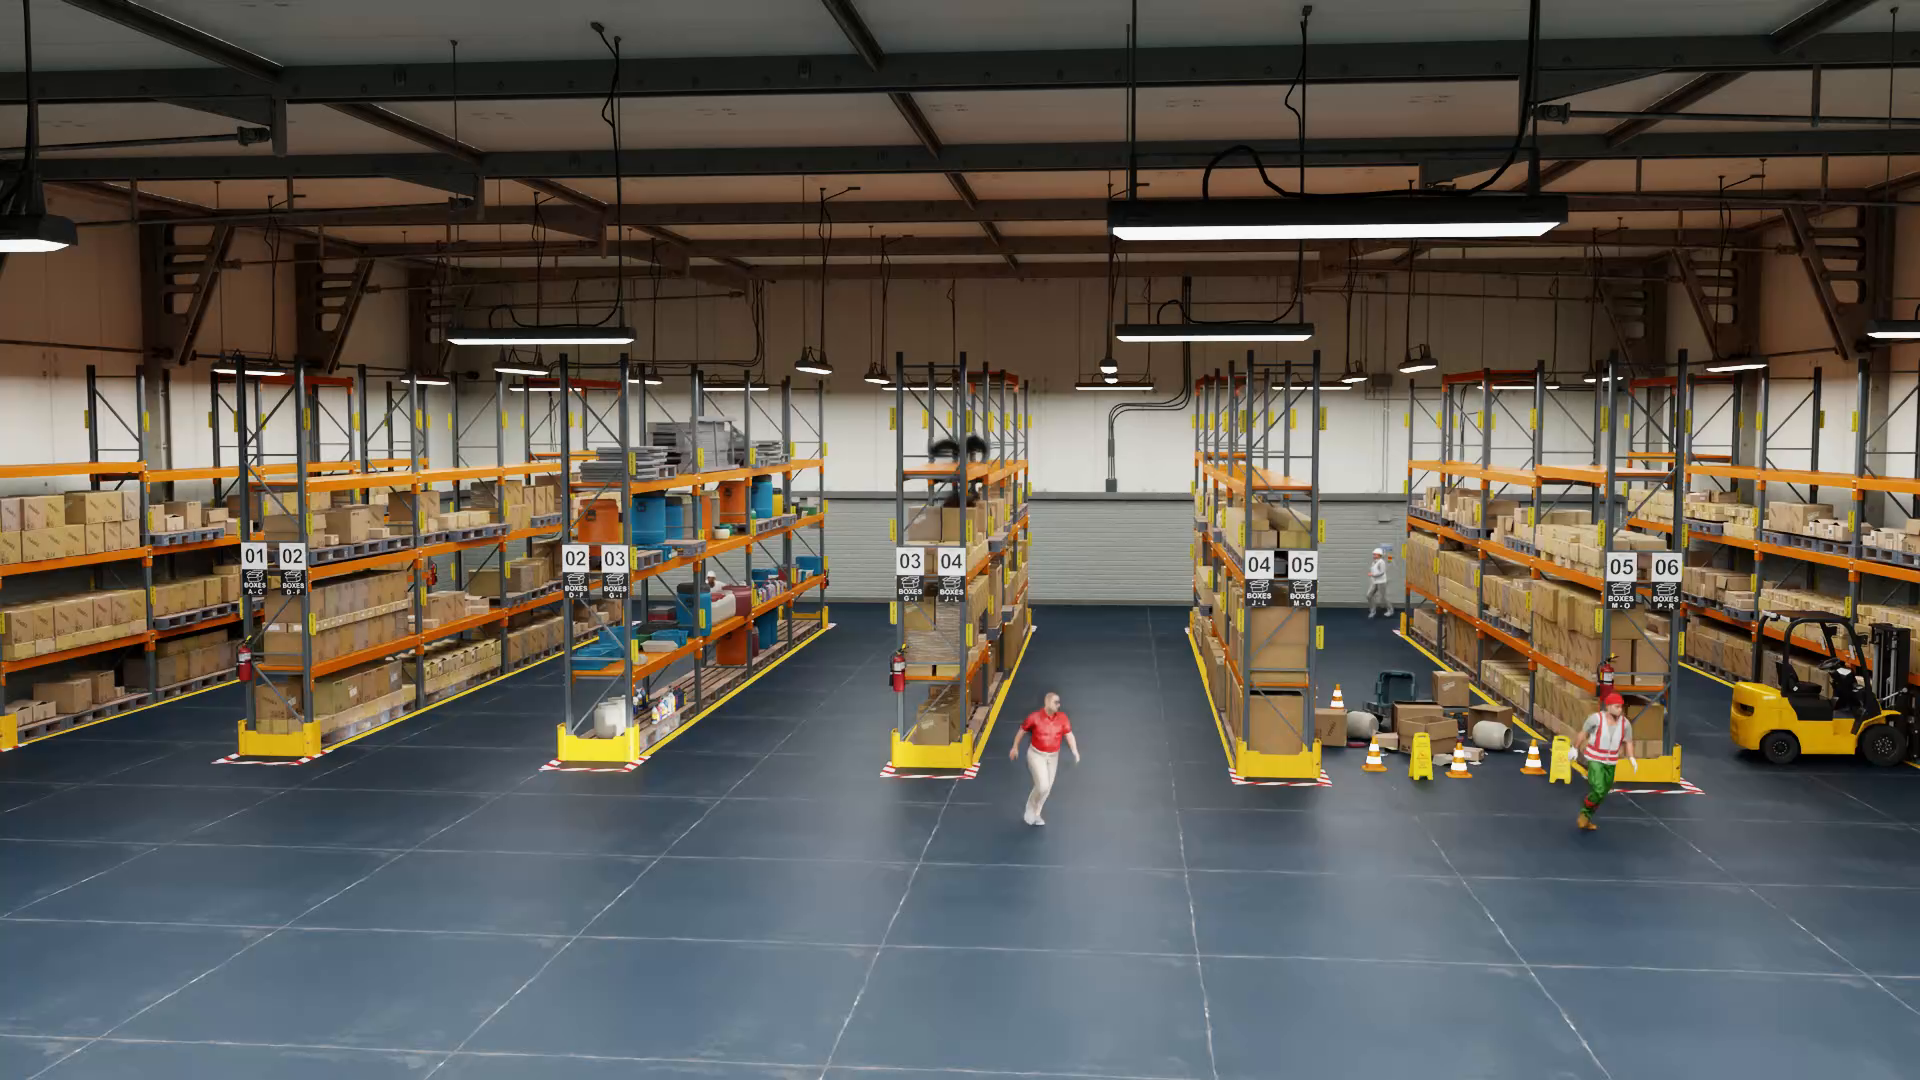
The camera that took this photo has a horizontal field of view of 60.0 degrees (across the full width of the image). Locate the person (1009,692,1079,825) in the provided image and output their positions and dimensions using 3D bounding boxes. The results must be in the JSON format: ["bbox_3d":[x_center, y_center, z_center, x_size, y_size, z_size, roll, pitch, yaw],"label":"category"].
[{"bbox_3d":[1.087,2.706,20.496,0.653,1.689,0.791,-2,5,-28],"label":"person"}]

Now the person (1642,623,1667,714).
[{"bbox_3d":[11.751,2.199,28.170,0.545,1.573,0.922,0,4,-2],"label":"person"}]

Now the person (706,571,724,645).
[{"bbox_3d":[-5.588,1.523,37.220,0.693,1.682,0.712,-1,4,-8],"label":"person"}]

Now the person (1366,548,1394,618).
[{"bbox_3d":[10.689,1.121,42.363,0.809,1.829,0.643,-1,4,-11],"label":"person"}]

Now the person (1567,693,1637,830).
[{"bbox_3d":[7.836,2.694,20.198,0.610,1.723,0.753,-1,4,-10],"label":"person"}]
